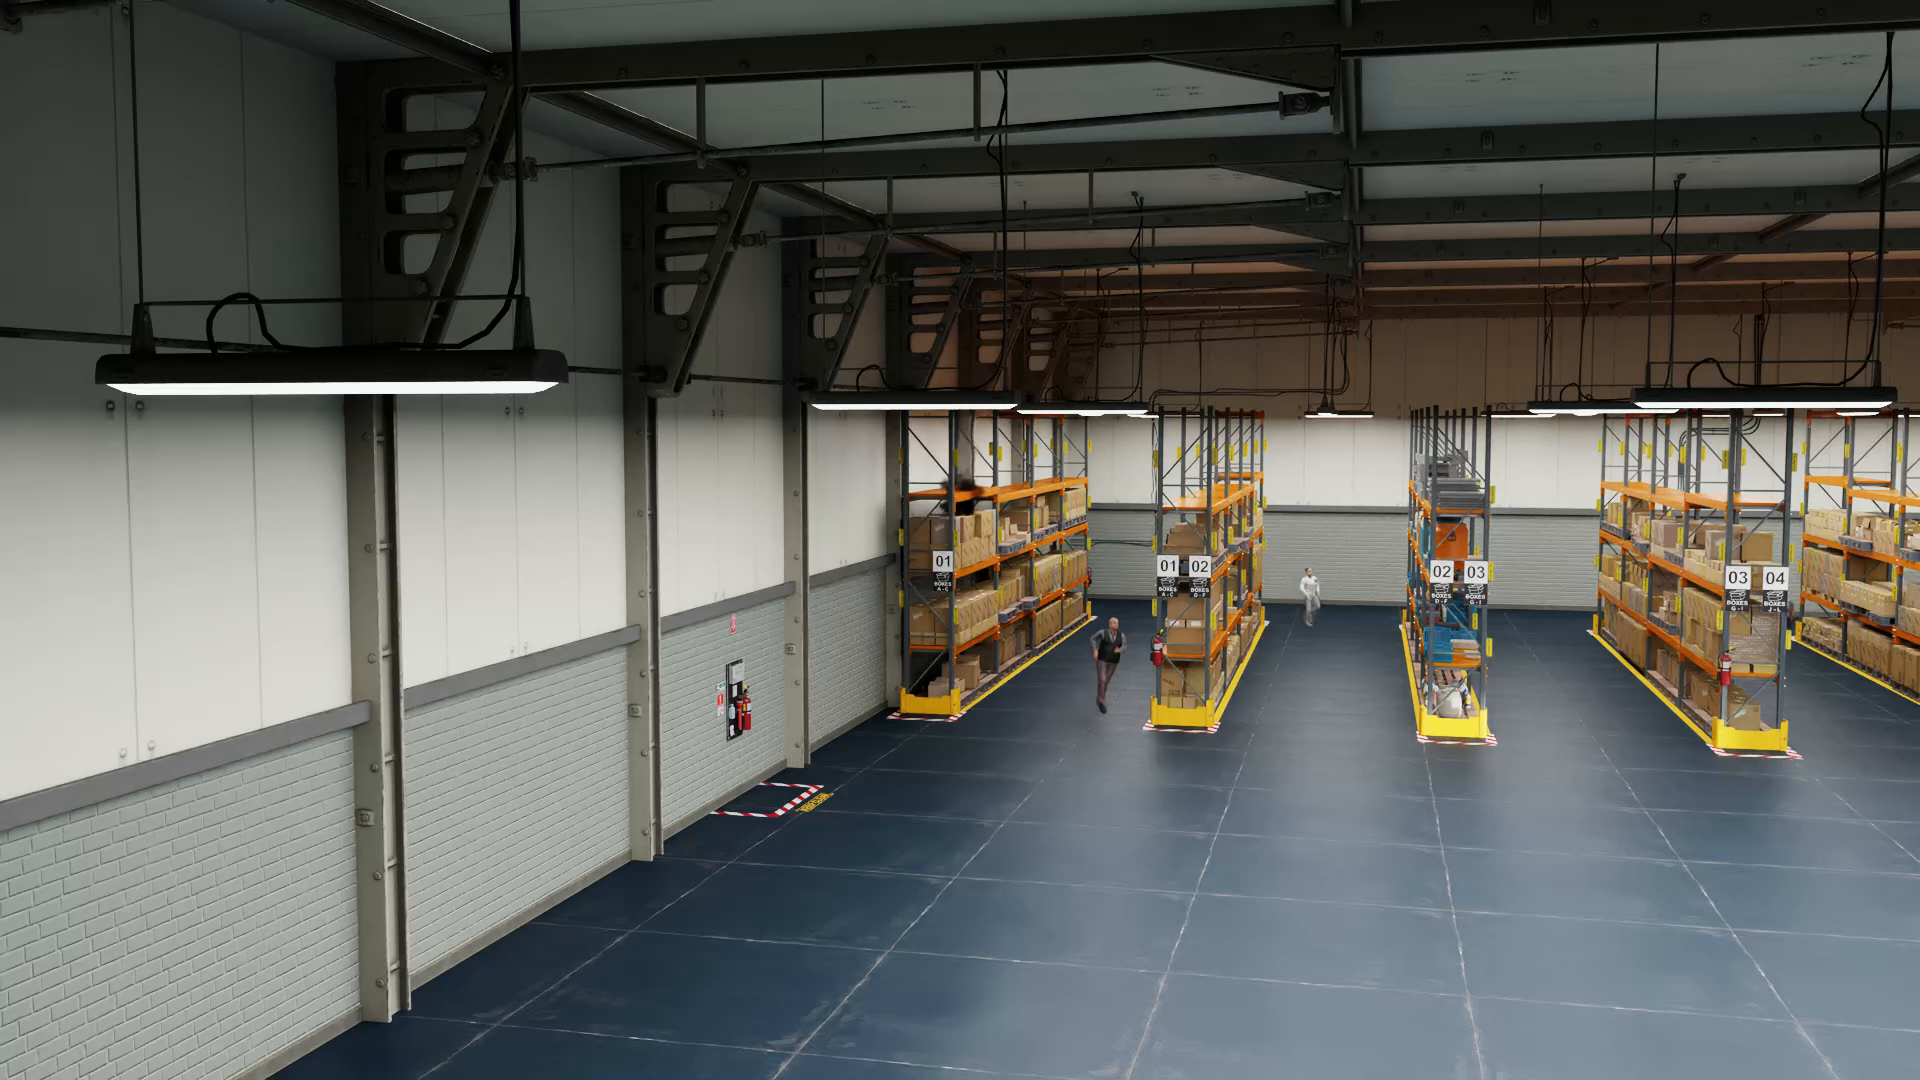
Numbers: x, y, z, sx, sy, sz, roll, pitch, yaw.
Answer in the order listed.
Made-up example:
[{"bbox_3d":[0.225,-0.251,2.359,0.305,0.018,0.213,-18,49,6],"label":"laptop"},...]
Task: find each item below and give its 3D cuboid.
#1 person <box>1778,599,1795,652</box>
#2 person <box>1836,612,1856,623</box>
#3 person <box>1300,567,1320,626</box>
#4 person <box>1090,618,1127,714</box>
[{"bbox_3d":[20.056,2.020,40.629,0.629,1.628,0.725,1,4,11],"label":"person"},{"bbox_3d":[23.849,1.662,44.629,0.612,1.721,0.659,-1,4,-8],"label":"person"},{"bbox_3d":[9.790,1.573,46.347,0.640,1.661,0.542,-1,4,-19],"label":"person"},{"bbox_3d":[2.833,2.336,31.435,0.655,1.748,0.839,-1,4,-16],"label":"person"}]
